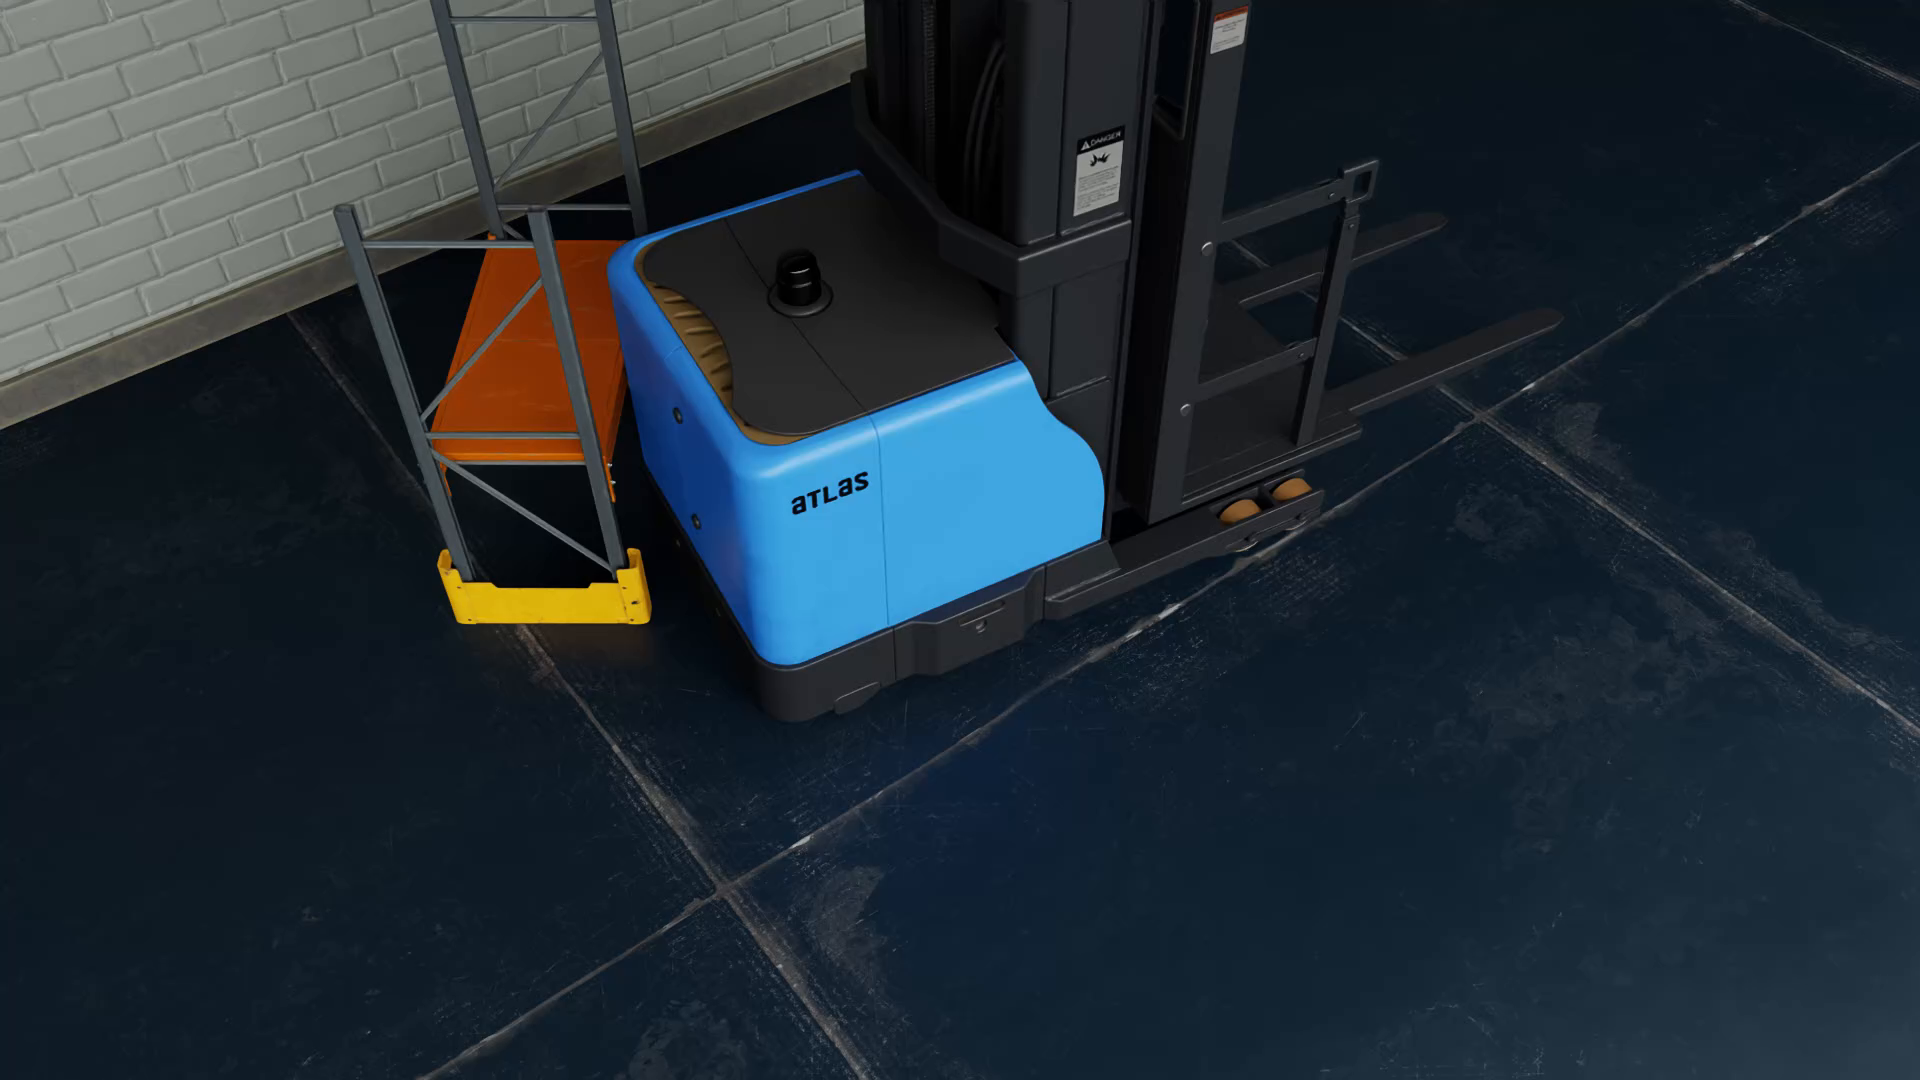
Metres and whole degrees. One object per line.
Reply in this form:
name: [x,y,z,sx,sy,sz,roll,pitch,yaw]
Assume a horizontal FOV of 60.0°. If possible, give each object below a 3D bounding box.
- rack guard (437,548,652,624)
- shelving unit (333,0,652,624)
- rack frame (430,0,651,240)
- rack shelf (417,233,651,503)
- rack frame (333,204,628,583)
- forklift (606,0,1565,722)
rack guard: [-1.231,0.138,4.956,0.587,0.250,0.087,0,48,0]
shelving unit: [-1.230,-0.650,4.827,0.587,1.500,1.083,0,48,0]
rack frame: [-1.228,-1.034,5.175,0.500,1.500,0.032,0,48,0]
rack shelf: [-1.230,-0.536,4.967,0.538,0.185,1.000,0,48,0]
rack frame: [-1.231,-0.281,4.492,0.500,1.500,0.032,0,48,0]
forklift: [0.563,-1.271,4.424,3.031,2.935,1.130,-22,51,-19]
